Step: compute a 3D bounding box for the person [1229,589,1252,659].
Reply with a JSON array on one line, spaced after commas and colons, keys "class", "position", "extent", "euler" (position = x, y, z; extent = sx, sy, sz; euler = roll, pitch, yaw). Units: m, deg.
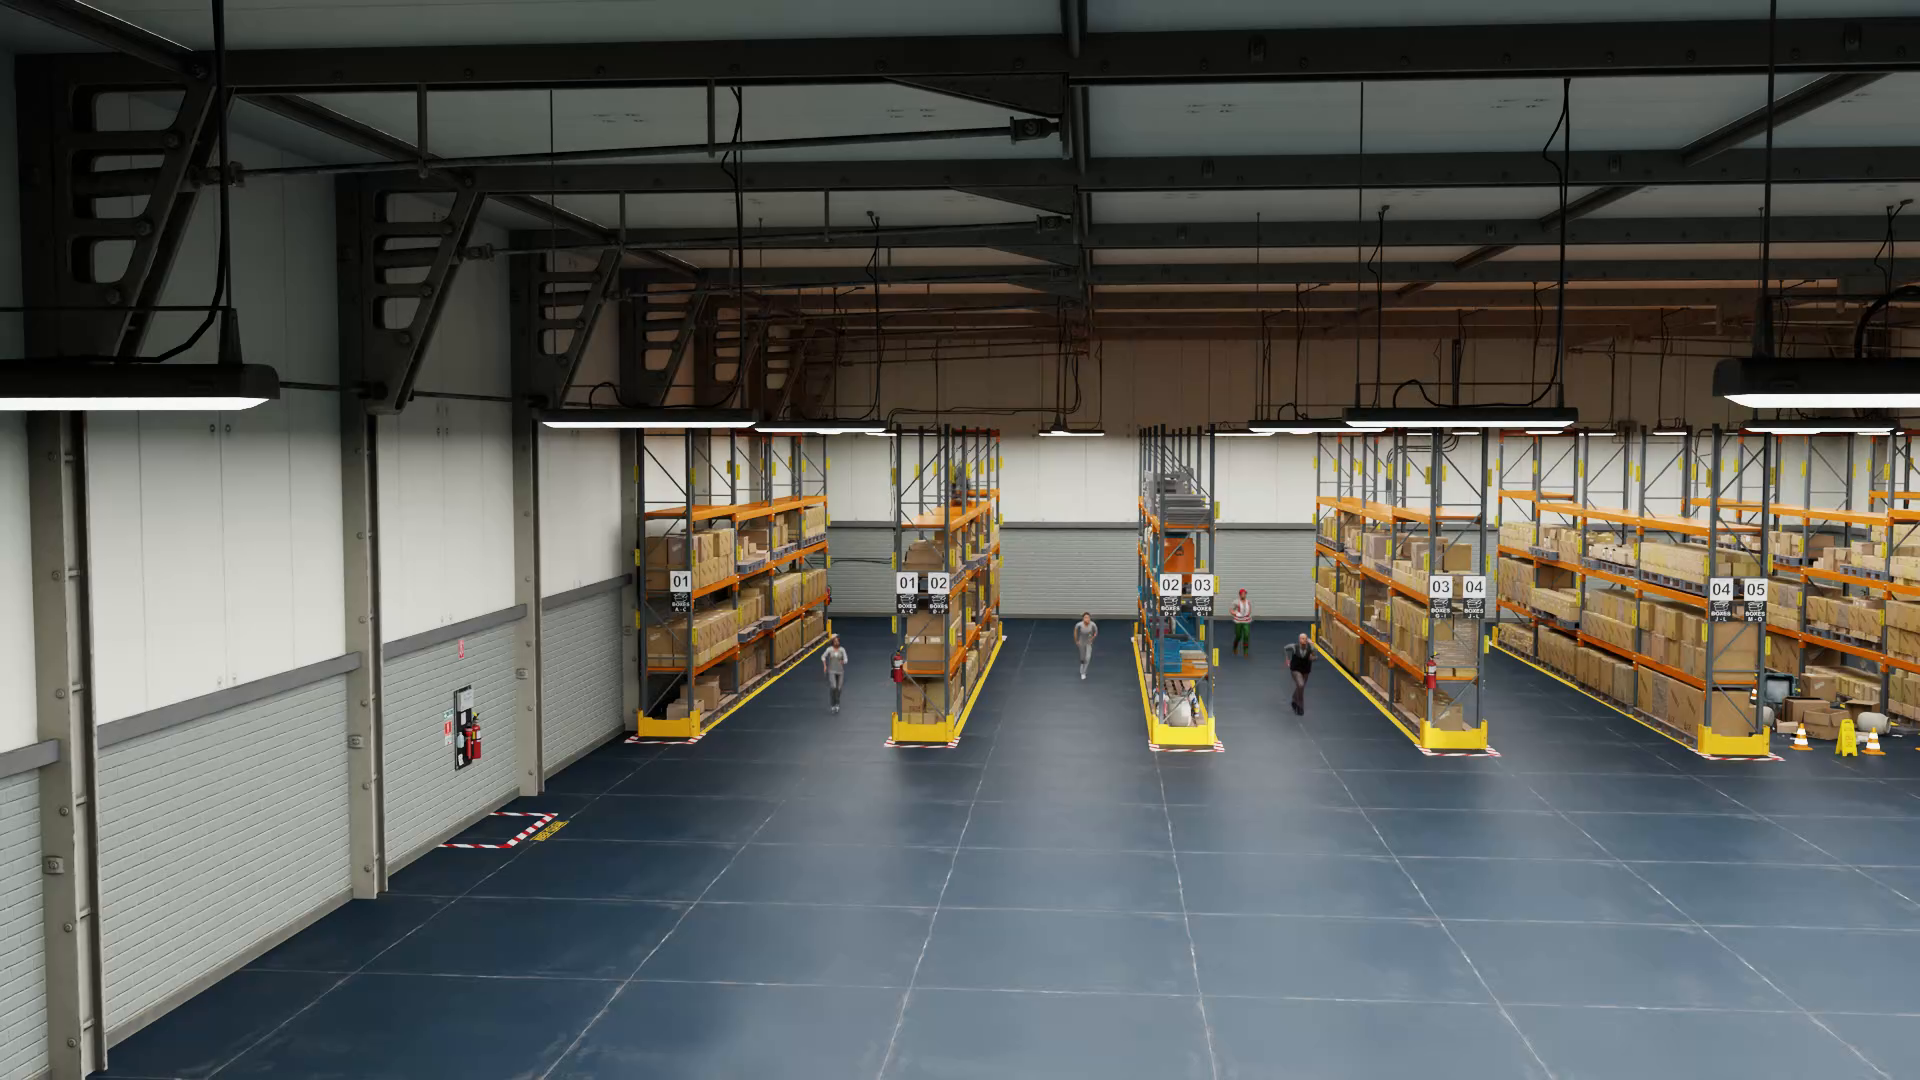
[{"class": "person", "position": [7.366, 2.172, 43.567], "extent": [0.649, 1.795, 0.923], "euler": [-1, 4, -9]}]

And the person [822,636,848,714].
[{"class": "person", "position": [-2.594, 2.812, 34.698], "extent": [0.507, 1.624, 0.688], "euler": [-1, 4, -15]}]

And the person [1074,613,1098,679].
[{"class": "person", "position": [3.014, 2.518, 39.911], "extent": [0.557, 1.604, 0.735], "euler": [0, 3, -4]}]

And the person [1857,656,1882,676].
[{"class": "person", "position": [21.340, 2.459, 38.981], "extent": [0.692, 1.796, 0.889], "euler": [0, 3, 7]}]

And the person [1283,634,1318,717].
[{"class": "person", "position": [7.074, 2.779, 34.598], "extent": [0.650, 1.719, 0.944], "euler": [-1, 4, -10]}]
